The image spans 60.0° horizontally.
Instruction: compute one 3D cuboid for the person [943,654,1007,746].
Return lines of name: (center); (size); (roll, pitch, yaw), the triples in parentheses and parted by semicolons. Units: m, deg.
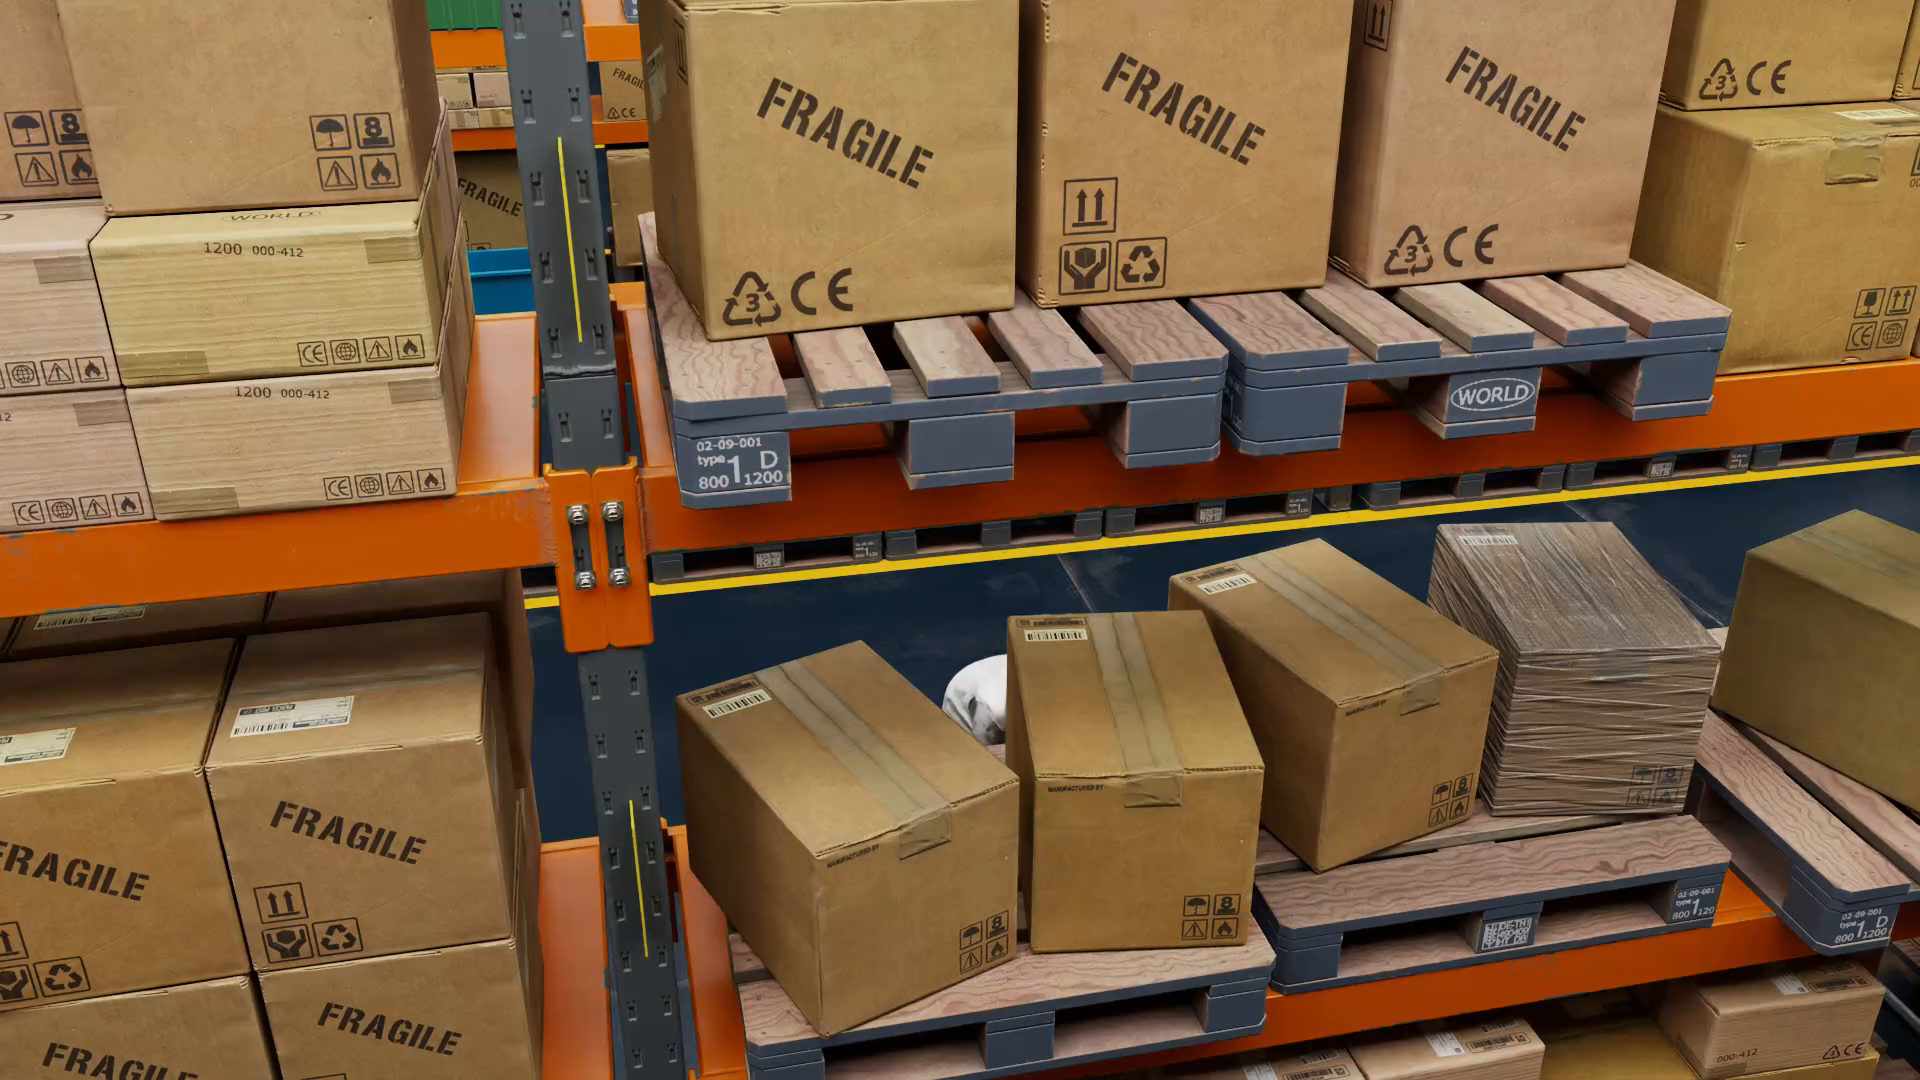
person: (0.233, 0.818, 6.400); (0.518, 0.930, 0.898); (-6, 27, -12)
